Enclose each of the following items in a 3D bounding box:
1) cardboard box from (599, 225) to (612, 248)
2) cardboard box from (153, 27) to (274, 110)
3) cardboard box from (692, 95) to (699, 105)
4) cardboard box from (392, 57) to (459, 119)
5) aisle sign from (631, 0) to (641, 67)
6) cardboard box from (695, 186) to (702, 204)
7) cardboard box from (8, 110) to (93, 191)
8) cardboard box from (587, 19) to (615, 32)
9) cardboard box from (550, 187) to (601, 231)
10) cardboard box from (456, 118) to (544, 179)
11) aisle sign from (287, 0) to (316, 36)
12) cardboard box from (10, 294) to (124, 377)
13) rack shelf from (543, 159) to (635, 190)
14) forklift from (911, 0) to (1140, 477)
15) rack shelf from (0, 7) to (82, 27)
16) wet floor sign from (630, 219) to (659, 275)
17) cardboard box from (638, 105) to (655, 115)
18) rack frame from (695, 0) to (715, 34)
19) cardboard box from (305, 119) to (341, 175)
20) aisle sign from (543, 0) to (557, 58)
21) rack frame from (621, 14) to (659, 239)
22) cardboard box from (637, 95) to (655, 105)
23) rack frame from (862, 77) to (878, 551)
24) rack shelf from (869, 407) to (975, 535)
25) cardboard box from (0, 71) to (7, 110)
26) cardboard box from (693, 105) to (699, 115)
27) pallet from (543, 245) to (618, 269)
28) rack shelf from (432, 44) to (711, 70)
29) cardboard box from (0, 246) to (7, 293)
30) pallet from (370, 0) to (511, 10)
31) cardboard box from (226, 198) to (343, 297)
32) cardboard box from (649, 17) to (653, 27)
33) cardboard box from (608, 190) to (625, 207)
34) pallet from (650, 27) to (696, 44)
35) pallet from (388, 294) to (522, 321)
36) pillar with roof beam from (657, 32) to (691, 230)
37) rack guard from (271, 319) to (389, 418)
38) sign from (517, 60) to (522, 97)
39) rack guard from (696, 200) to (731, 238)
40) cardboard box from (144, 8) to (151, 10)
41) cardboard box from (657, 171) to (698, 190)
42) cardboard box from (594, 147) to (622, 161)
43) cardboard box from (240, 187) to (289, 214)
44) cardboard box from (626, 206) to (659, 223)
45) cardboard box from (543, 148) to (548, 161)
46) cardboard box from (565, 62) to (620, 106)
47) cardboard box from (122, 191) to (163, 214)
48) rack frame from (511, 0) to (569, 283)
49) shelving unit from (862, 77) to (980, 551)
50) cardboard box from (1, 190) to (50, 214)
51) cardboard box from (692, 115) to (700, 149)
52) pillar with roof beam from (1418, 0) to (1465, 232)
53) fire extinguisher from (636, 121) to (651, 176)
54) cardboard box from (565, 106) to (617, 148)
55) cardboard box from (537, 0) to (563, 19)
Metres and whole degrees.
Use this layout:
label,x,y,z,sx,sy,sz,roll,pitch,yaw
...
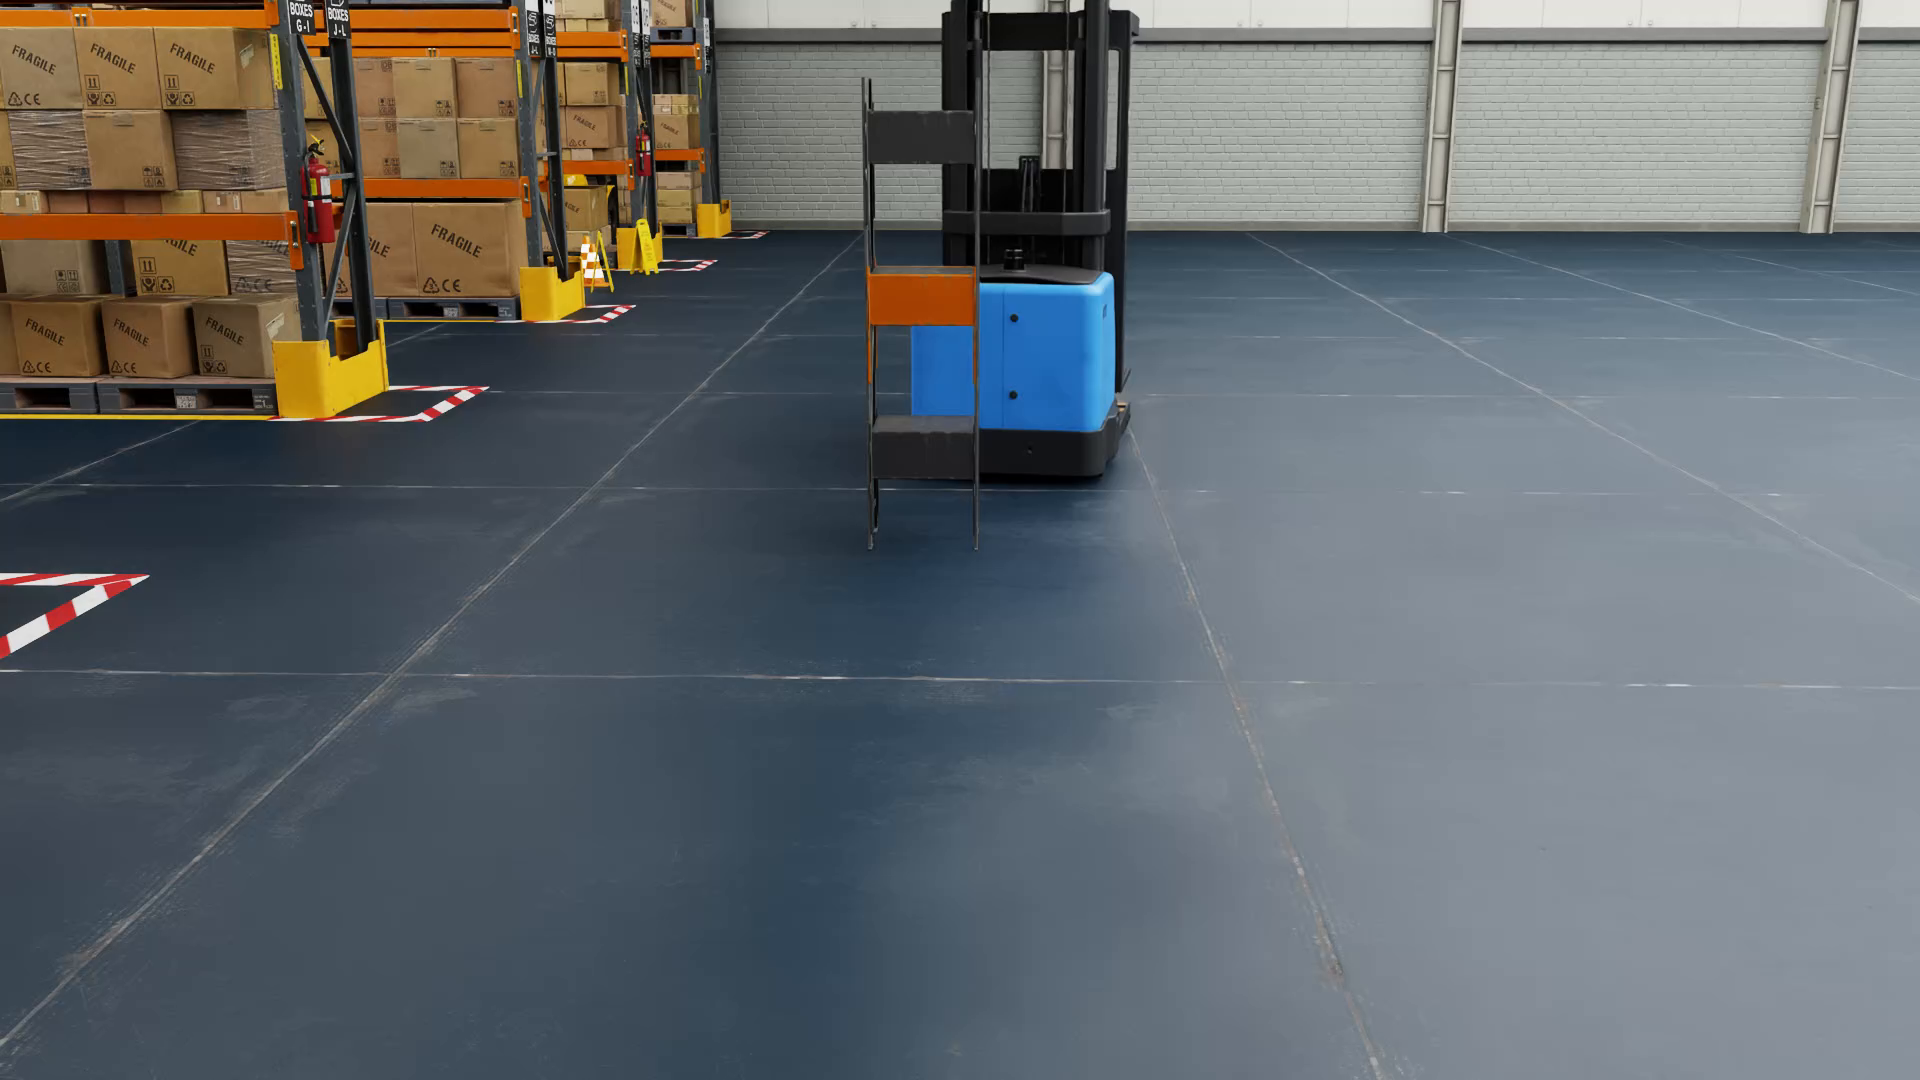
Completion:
label,x,y,z,sx,sy,sz,roll,pitch,yaw
cardboard box,-4.749,-3.870,21.194,0.500,0.250,0.500,0,15,1
cardboard box,-4.759,-3.009,10.627,0.500,0.500,0.500,0,15,1
cardboard box,-4.157,-6.749,25.489,0.250,0.149,0.380,0,15,0
cardboard box,-4.897,-4.244,15.636,0.550,0.550,0.875,0,15,1
aisle sign,-3.895,-6.103,19.996,0.004,0.787,0.394,0,15,1
cardboard box,-4.292,-5.357,25.853,0.500,0.250,0.500,1,15,2
cardboard box,-5.754,-2.583,10.970,0.500,0.500,0.875,0,15,1
cardboard box,-4.314,-6.180,19.997,0.250,0.149,0.380,0,15,2
cardboard box,-4.758,-4.095,20.579,0.500,0.500,0.500,0,15,2
cardboard box,-4.347,-3.721,15.769,0.550,0.550,0.875,0,15,1
aisle sign,-4.149,-3.573,10.407,0.004,0.787,0.394,0,15,1
cardboard box,-6.051,-1.400,11.343,0.500,0.500,0.500,2,15,7
rack shelf,-5.949,-4.586,20.751,4.000,0.370,1.077,0,15,1
forklift,0.478,-2.084,9.992,1.130,2.935,3.031,2,15,9
rack shelf,-9.973,-4.799,15.680,4.000,0.370,1.077,0,15,1
wet floor sign,-3.787,-3.508,19.871,0.232,0.644,0.267,6,16,21
cardboard box,-4.695,-6.490,25.093,0.250,0.149,0.380,1,15,2
rack frame,-3.827,-9.087,24.642,0.127,3.000,1.000,0,15,1
cardboard box,-5.985,-3.747,15.869,0.500,0.550,0.875,0,15,1
aisle sign,-3.897,-4.990,15.779,0.004,0.787,0.394,0,15,1
rack frame,-3.950,-4.920,20.610,0.127,3.000,1.000,0,15,1
cardboard box,-4.700,-6.629,25.036,0.250,0.149,0.380,1,15,3
rack frame,-0.409,-1.018,7.582,0.015,2.100,0.400,0,15,1
rack shelf,-0.165,-0.326,7.758,0.480,0.518,0.431,0,15,1
cardboard box,-6.259,-3.020,10.669,0.500,0.500,0.500,0,15,1
cardboard box,-4.159,-6.617,25.571,0.250,0.149,0.380,0,15,0
pallet,-4.837,-3.587,21.021,1.213,0.211,1.003,0,15,1
rack shelf,-5.826,-7.302,25.166,4.000,0.370,1.077,0,15,1
cardboard box,-9.561,-2.787,16.110,0.750,0.750,1.050,0,15,1
pallet,-4.717,-5.067,15.459,1.213,0.211,1.003,0,15,1
cardboard box,-6.446,-2.832,16.037,0.875,0.875,0.875,0,15,2
cardboard box,-4.663,-7.694,24.717,0.250,0.149,0.380,0,15,0
cardboard box,-5.339,-5.229,25.366,0.500,0.250,0.500,0,15,0
pallet,-4.533,-7.605,25.079,1.213,0.211,1.003,0,15,1
pallet,-4.777,-2.294,16.122,1.213,0.211,1.003,0,15,1
pillar with roof beam,-4.610,-8.223,21.369,0.400,9.000,9.100,0,15,1
rack guard,-4.279,-1.185,11.351,0.348,0.500,1.175,0,15,1
sign,-4.003,-4.193,15.120,0.005,0.325,0.100,0,15,1
rack guard,-3.803,-4.977,25.726,0.348,0.500,1.175,0,15,1
cardboard box,-9.552,-6.502,20.197,0.500,0.250,0.500,1,15,2
cardboard box,-4.295,-5.467,25.287,0.500,0.250,0.500,1,15,3
cardboard box,-4.329,-4.747,20.444,0.250,0.149,0.380,1,15,3
cardboard box,-4.493,-2.221,10.870,0.250,0.149,0.380,0,15,1
cardboard box,-4.802,-4.988,25.432,0.500,0.250,0.500,0,15,1
cardboard box,-5.099,-4.721,20.347,0.250,0.149,0.380,1,15,2
cardboard box,-4.466,-5.544,20.233,0.500,0.500,0.700,0,15,0
cardboard box,-5.244,-2.217,10.854,0.250,0.149,0.380,0,15,1
rack frame,-3.975,-3.657,15.822,0.127,3.000,1.000,0,15,1
shelving unit,-0.165,-1.016,7.576,0.503,2.100,0.431,0,15,1
cardboard box,-5.995,-2.204,10.806,0.250,0.149,0.380,0,15,1
cardboard box,-4.315,-6.309,25.675,0.500,0.500,0.500,1,15,3
pillar with roof beam,7.386,-8.145,21.073,0.400,9.000,9.100,0,15,1
fire extinguisher,-3.847,-4.765,20.171,0.183,0.674,0.296,0,15,1
cardboard box,-4.500,-5.046,20.306,0.500,0.500,0.500,0,15,0
cardboard box,-4.971,-6.384,19.987,0.500,0.250,0.500,0,15,1
